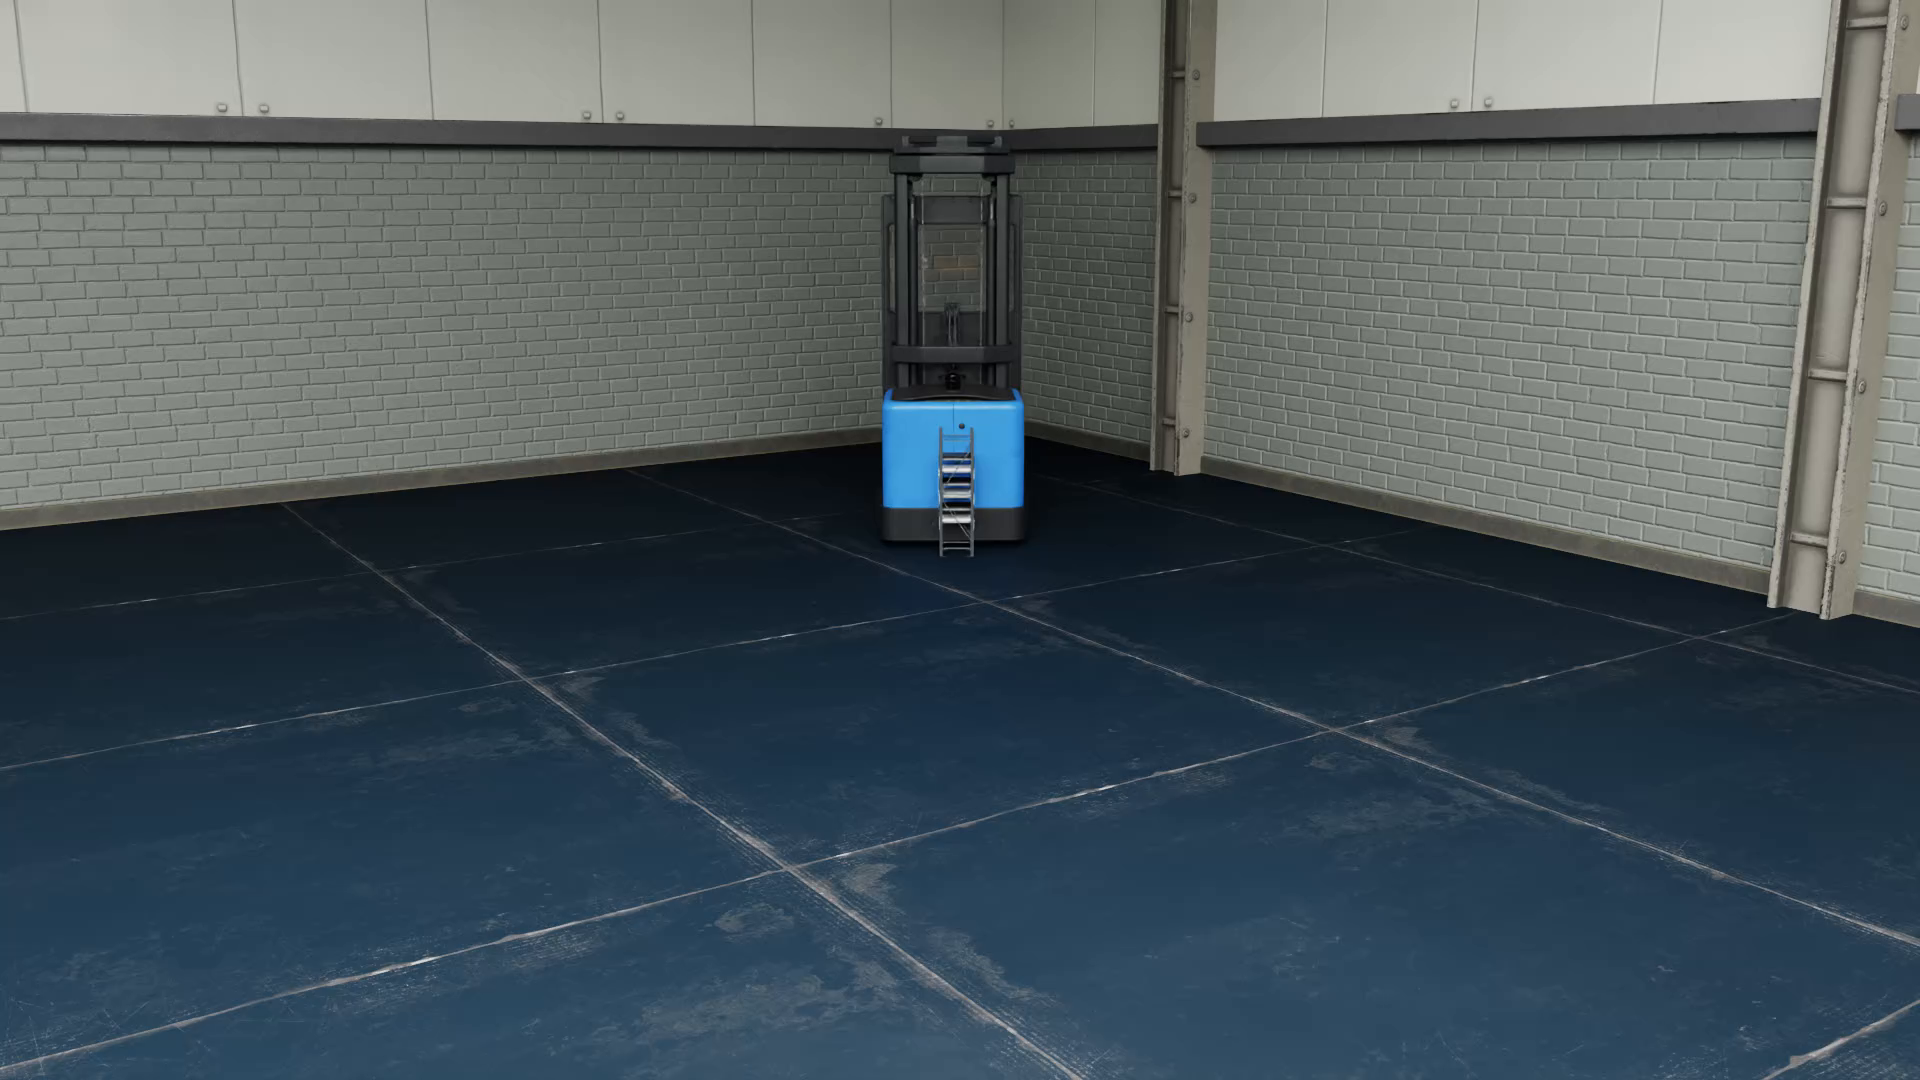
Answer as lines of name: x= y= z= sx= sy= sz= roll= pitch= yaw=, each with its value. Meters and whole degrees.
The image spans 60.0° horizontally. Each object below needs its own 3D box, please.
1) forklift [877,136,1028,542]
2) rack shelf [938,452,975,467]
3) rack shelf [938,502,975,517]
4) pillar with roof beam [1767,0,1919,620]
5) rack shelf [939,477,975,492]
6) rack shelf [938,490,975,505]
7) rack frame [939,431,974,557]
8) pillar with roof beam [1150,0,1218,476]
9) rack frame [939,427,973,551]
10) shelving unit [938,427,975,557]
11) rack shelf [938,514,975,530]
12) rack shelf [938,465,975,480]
forklift: x=-0.068 y=-1.678 z=13.176 sx=1.130 sy=2.935 sz=3.031 roll=0 pitch=12 yaw=-1
rack shelf: x=-0.025 y=-0.571 z=11.757 sx=0.258 sy=0.077 sz=0.200 roll=0 pitch=12 yaw=-1
rack shelf: x=-0.025 y=-0.219 z=11.834 sx=0.258 sy=0.077 sz=0.200 roll=0 pitch=12 yaw=-1
pillar with roof beam: x=1.723 y=-3.453 z=7.087 sx=9.100 sy=9.000 sz=0.400 roll=-8 pitch=15 yaw=-33
rack shelf: x=-0.025 y=-0.395 z=11.796 sx=0.258 sy=0.077 sz=0.200 roll=0 pitch=12 yaw=-1
rack shelf: x=-0.025 y=-0.307 z=11.815 sx=0.258 sy=0.077 sz=0.200 roll=0 pitch=12 yaw=-1
rack frame: x=-0.023 y=-0.318 z=11.709 sx=0.240 sy=0.900 sz=0.006 roll=0 pitch=12 yaw=-1
pillar with roof beam: x=-1.601 y=-4.520 z=11.967 sx=9.100 sy=9.000 sz=0.400 roll=-8 pitch=15 yaw=-33
rack frame: x=-0.026 y=-0.361 z=11.907 sx=0.240 sy=0.900 sz=0.006 roll=0 pitch=12 yaw=-1
shelving unit: x=-0.025 y=-0.340 z=11.808 sx=0.258 sy=0.900 sz=0.210 roll=0 pitch=12 yaw=-1
rack shelf: x=-0.025 y=-0.131 z=11.853 sx=0.258 sy=0.077 sz=0.200 roll=0 pitch=12 yaw=-1
rack shelf: x=-0.025 y=-0.483 z=11.777 sx=0.258 sy=0.077 sz=0.200 roll=0 pitch=12 yaw=-1
